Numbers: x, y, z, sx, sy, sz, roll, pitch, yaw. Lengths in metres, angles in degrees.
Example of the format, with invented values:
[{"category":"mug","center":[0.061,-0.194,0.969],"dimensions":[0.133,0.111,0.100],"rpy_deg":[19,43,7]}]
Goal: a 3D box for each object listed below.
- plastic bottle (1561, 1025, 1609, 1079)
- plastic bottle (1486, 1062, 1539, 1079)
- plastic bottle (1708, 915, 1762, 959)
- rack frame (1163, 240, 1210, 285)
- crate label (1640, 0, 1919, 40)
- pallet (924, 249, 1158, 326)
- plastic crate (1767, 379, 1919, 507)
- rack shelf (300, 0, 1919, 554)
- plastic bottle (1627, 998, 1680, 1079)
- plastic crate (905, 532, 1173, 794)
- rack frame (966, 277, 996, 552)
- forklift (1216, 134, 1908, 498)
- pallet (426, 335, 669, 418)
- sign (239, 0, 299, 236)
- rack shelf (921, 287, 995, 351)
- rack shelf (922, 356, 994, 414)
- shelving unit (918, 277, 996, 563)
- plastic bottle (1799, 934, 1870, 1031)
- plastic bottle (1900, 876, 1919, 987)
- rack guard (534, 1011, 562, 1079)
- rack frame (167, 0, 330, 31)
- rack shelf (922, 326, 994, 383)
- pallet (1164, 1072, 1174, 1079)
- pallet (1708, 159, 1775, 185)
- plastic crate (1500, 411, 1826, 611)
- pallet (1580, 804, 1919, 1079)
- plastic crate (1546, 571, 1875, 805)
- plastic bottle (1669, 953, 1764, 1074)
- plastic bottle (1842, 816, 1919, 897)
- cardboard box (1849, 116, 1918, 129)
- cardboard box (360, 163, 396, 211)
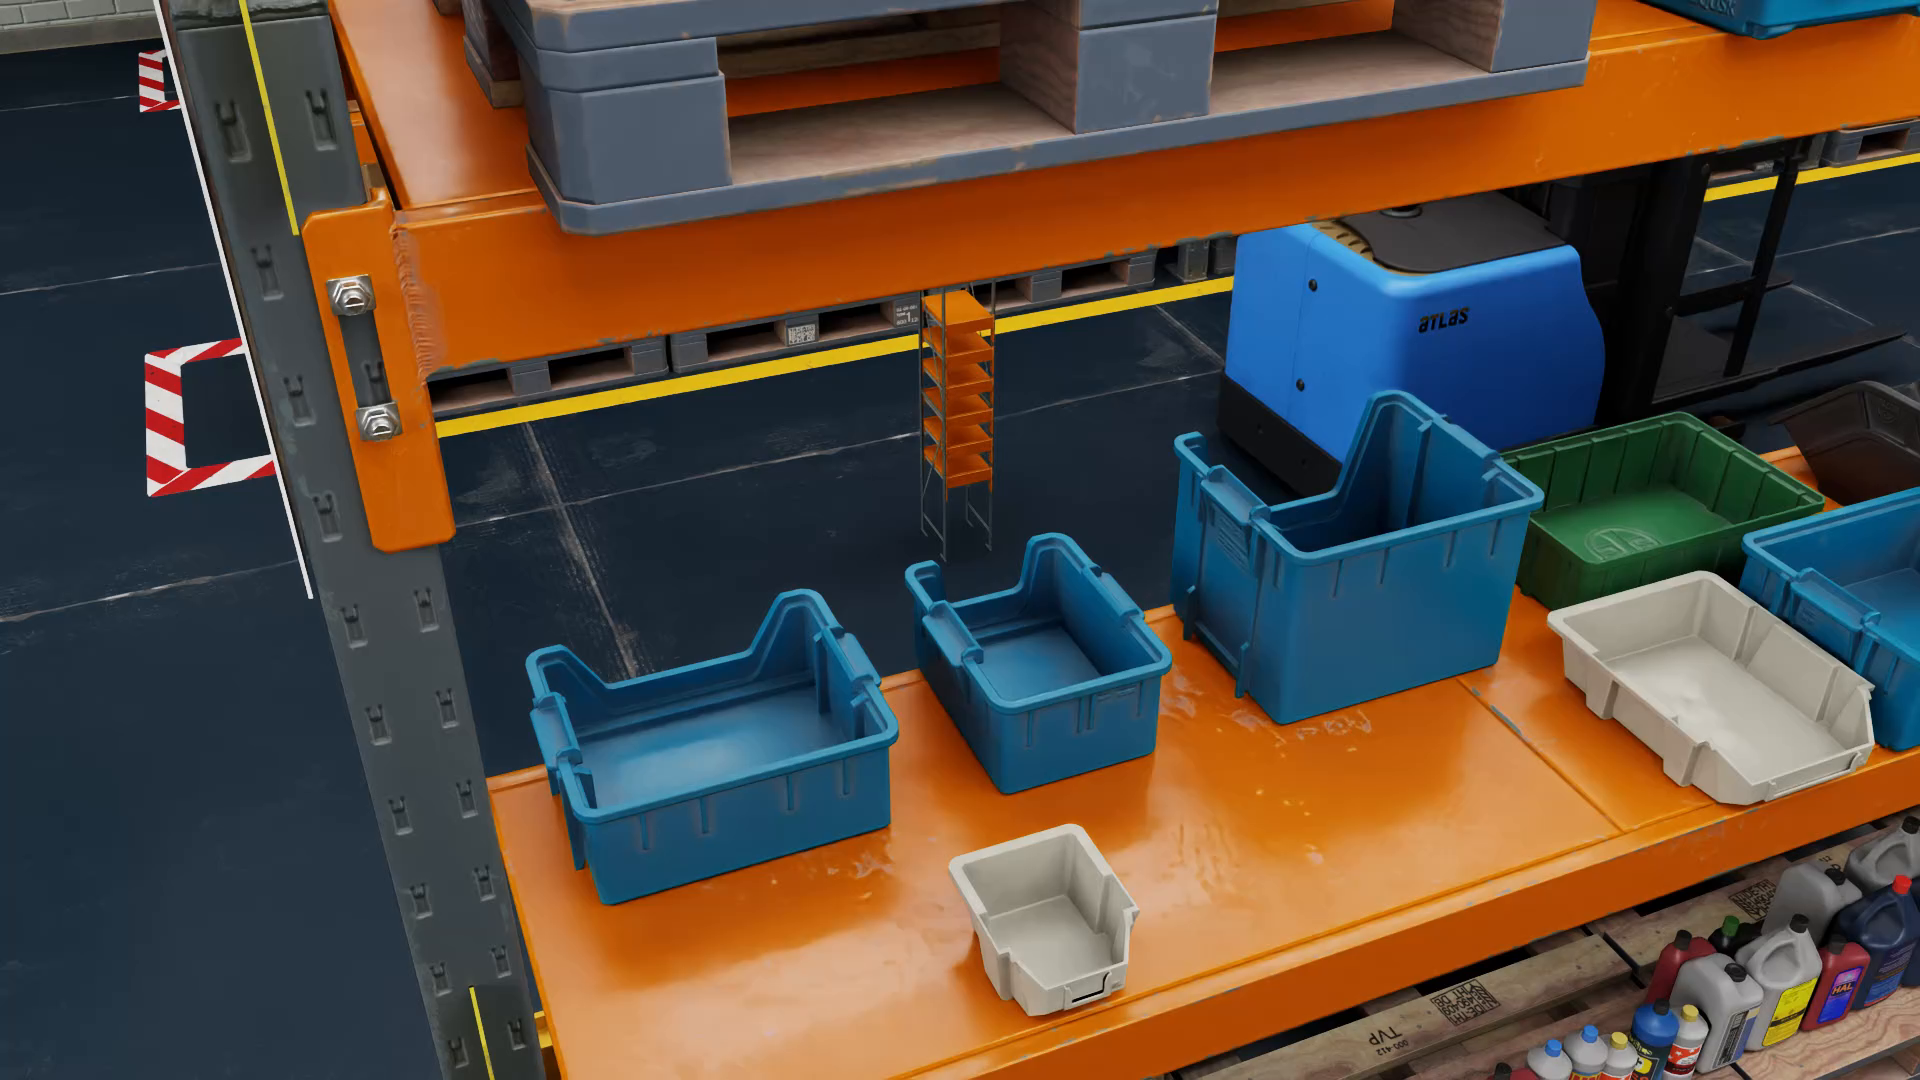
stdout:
[{"category":"plastic bottle","center":[1.397,1.199,3.755],"dimensions":[0.097,0.271,0.097],"rpy_deg":[0,33,0]},{"category":"plastic bottle","center":[1.205,1.249,3.667],"dimensions":[0.133,0.283,0.061],"rpy_deg":[-12,35,-18]},{"category":"plastic bottle","center":[1.864,1.013,4.030],"dimensions":[0.133,0.283,0.061],"rpy_deg":[-13,35,-19]},{"category":"rack frame","center":[0.970,-2.777,7.767],"dimensions":[0.127,3.000,1.000],"rpy_deg":[-13,35,-19]},{"category":"crate label","center":[1.050,-0.864,2.214],"dimensions":[0.408,0.251,0.502],"rpy_deg":[-13,35,-19]},{"category":"pallet","center":[0.221,-1.461,8.302],"dimensions":[1.213,0.211,1.003],"rpy_deg":[-13,35,-19]},{"category":"plastic crate","center":[2.353,-0.212,3.883],"dimensions":[0.504,0.338,0.767],"rpy_deg":[-13,35,-19]},{"category":"rack shelf","center":[1.040,-0.818,2.667],"dimensions":[4.000,0.370,1.077],"rpy_deg":[-13,35,-19]},{"category":"plastic bottle","center":[1.584,1.156,3.821],"dimensions":[0.097,0.271,0.097],"rpy_deg":[0,33,0]},{"category":"plastic crate","center":[0.143,0.232,3.280],"dimensions":[0.408,0.251,0.499],"rpy_deg":[-13,35,-19]},{"category":"rack frame","center":[0.071,-0.519,5.948],"dimensions":[0.006,1.200,0.240],"rpy_deg":[-13,35,-19]},{"category":"forklift","center":[2.615,-1.766,6.277],"dimensions":[3.031,2.935,1.130],"rpy_deg":[-14,36,-21]},{"category":"pallet","center":[-2.029,-0.946,7.510],"dimensions":[1.213,0.211,1.003],"rpy_deg":[-13,35,-19]},{"category":"sign","center":[-0.595,-0.424,1.393],"dimensions":[0.005,0.325,0.100],"rpy_deg":[-13,35,-19]},{"category":"rack shelf","center":[-0.013,-0.764,5.746],"dimensions":[0.180,0.103,0.258],"rpy_deg":[-13,35,-19]},{"category":"rack shelf","center":[-0.013,-0.563,5.877],"dimensions":[0.180,0.103,0.258],"rpy_deg":[-13,35,-19]},{"category":"shelving unit","center":[-0.013,-0.500,5.918],"dimensions":[0.189,1.200,0.258],"rpy_deg":[-13,35,-19]},{"category":"plastic bottle","center":[2.091,1.046,3.979],"dimensions":[0.133,0.283,0.061],"rpy_deg":[-11,35,-16]},{"category":"plastic bottle","center":[2.402,0.922,4.108],"dimensions":[0.185,0.351,0.144],"rpy_deg":[-14,36,-20]},{"category":"rack guard","center":[-0.752,1.568,3.382],"dimensions":[0.348,0.500,1.175],"rpy_deg":[-13,35,-19]},{"category":"rack frame","center":[-0.804,-1.955,1.003],"dimensions":[0.127,3.000,1.000],"rpy_deg":[-13,35,-19]},{"category":"rack shelf","center":[-0.013,-0.664,5.811],"dimensions":[0.180,0.103,0.258],"rpy_deg":[-13,35,-19]},{"category":"pallet","center":[-0.001,1.520,3.721],"dimensions":[1.213,0.211,1.003],"rpy_deg":[-13,35,-19]},{"category":"pallet","center":[3.884,-2.298,9.588],"dimensions":[1.213,0.211,1.003],"rpy_deg":[-13,35,-19]},{"category":"plastic crate","center":[1.524,-0.051,3.773],"dimensions":[0.662,0.188,0.450],"rpy_deg":[-13,35,-19]},{"category":"pallet","center":[2.249,1.005,4.512],"dimensions":[1.213,0.211,1.003],"rpy_deg":[-13,35,-19]},{"category":"plastic crate","center":[1.485,0.296,3.287],"dimensions":[0.437,0.136,0.530],"rpy_deg":[-13,35,-19]},{"category":"plastic bottle","center":[1.776,1.094,3.912],"dimensions":[0.135,0.276,0.152],"rpy_deg":[-12,35,-18]},{"category":"plastic bottle","center":[2.346,0.849,4.220],"dimensions":[0.185,0.351,0.144],"rpy_deg":[-13,35,-19]},{"category":"cardboard box","center":[5.189,-2.710,9.553],"dimensions":[0.500,0.500,0.500],"rpy_deg":[-11,35,-17]},{"category":"cardboard box","center":[-2.338,-1.533,7.304],"dimensions":[0.500,0.500,0.500],"rpy_deg":[-13,35,-19]}]
